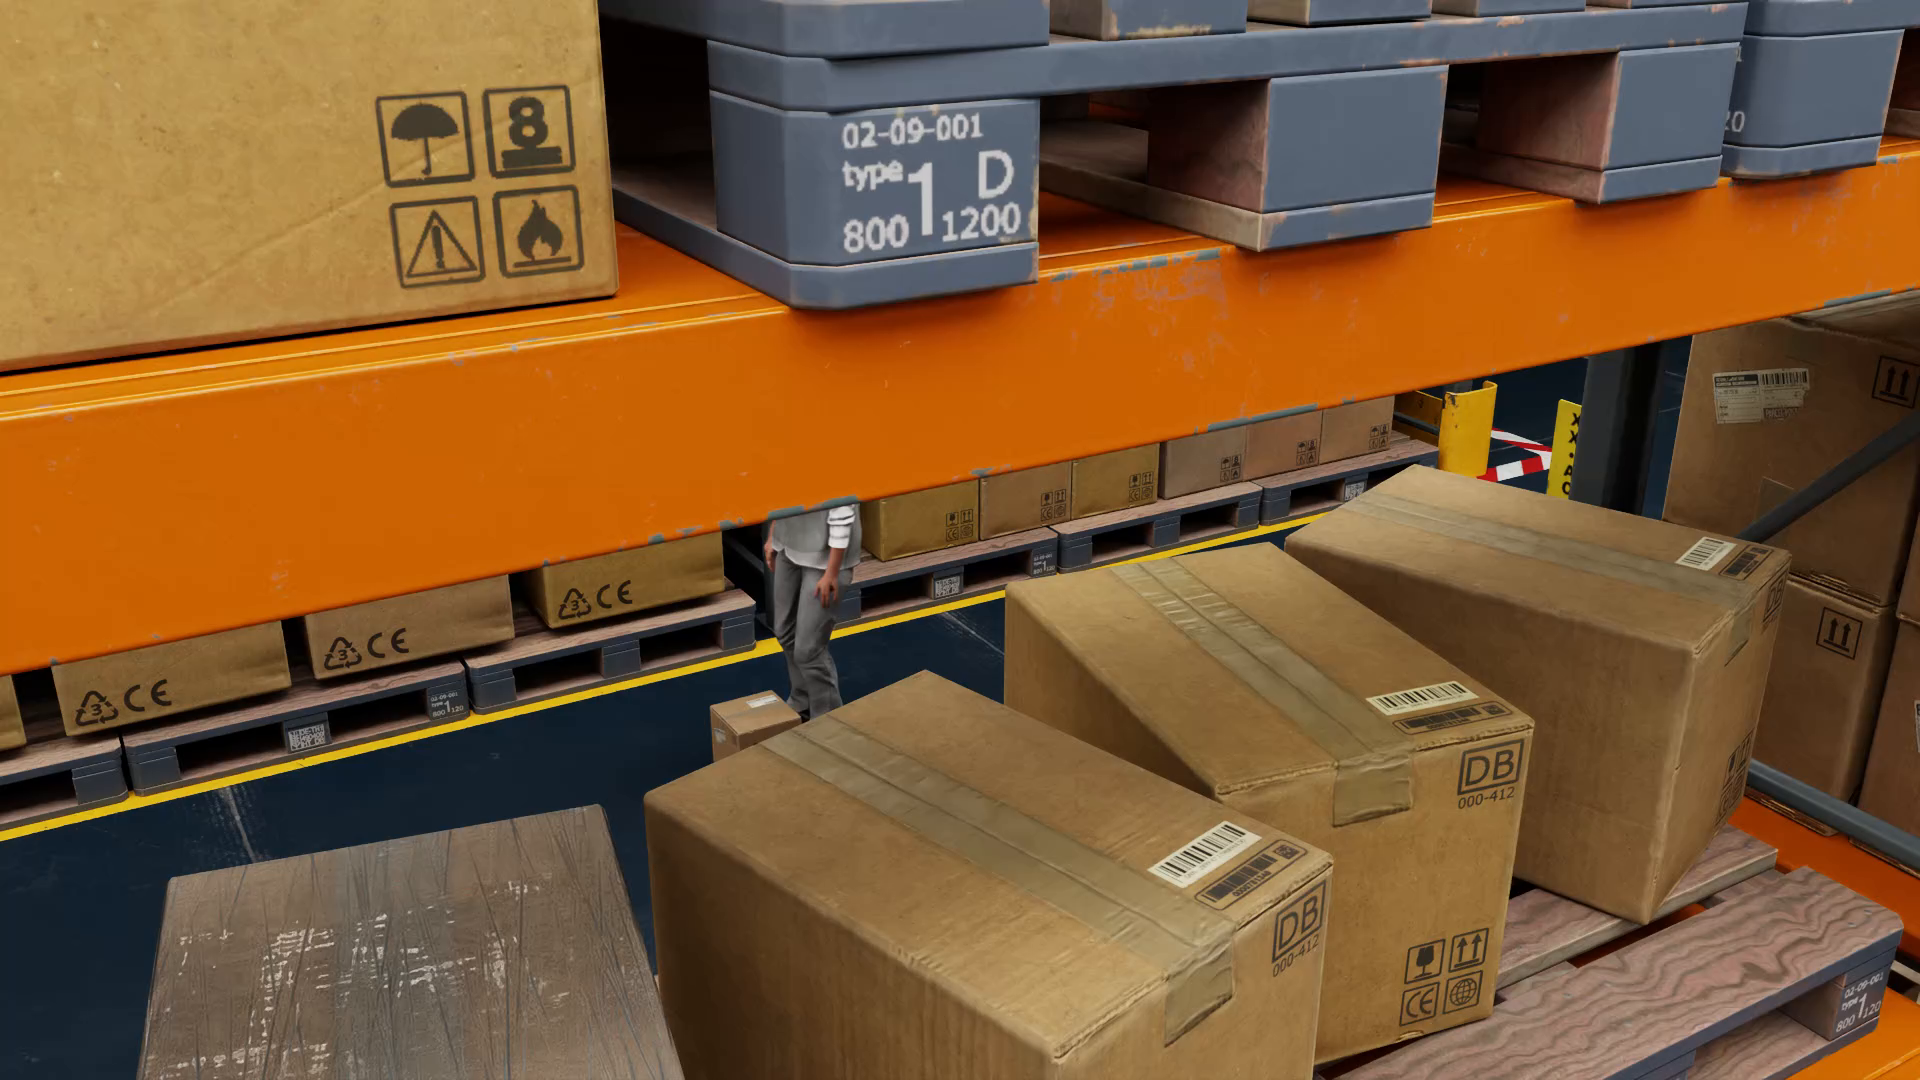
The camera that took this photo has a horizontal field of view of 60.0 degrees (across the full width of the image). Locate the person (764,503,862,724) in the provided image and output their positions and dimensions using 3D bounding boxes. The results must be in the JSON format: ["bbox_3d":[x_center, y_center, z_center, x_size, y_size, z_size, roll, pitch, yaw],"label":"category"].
[{"bbox_3d":[-0.553,0.070,5.929,0.371,1.594,0.485,-14,26,-30],"label":"person"}]
